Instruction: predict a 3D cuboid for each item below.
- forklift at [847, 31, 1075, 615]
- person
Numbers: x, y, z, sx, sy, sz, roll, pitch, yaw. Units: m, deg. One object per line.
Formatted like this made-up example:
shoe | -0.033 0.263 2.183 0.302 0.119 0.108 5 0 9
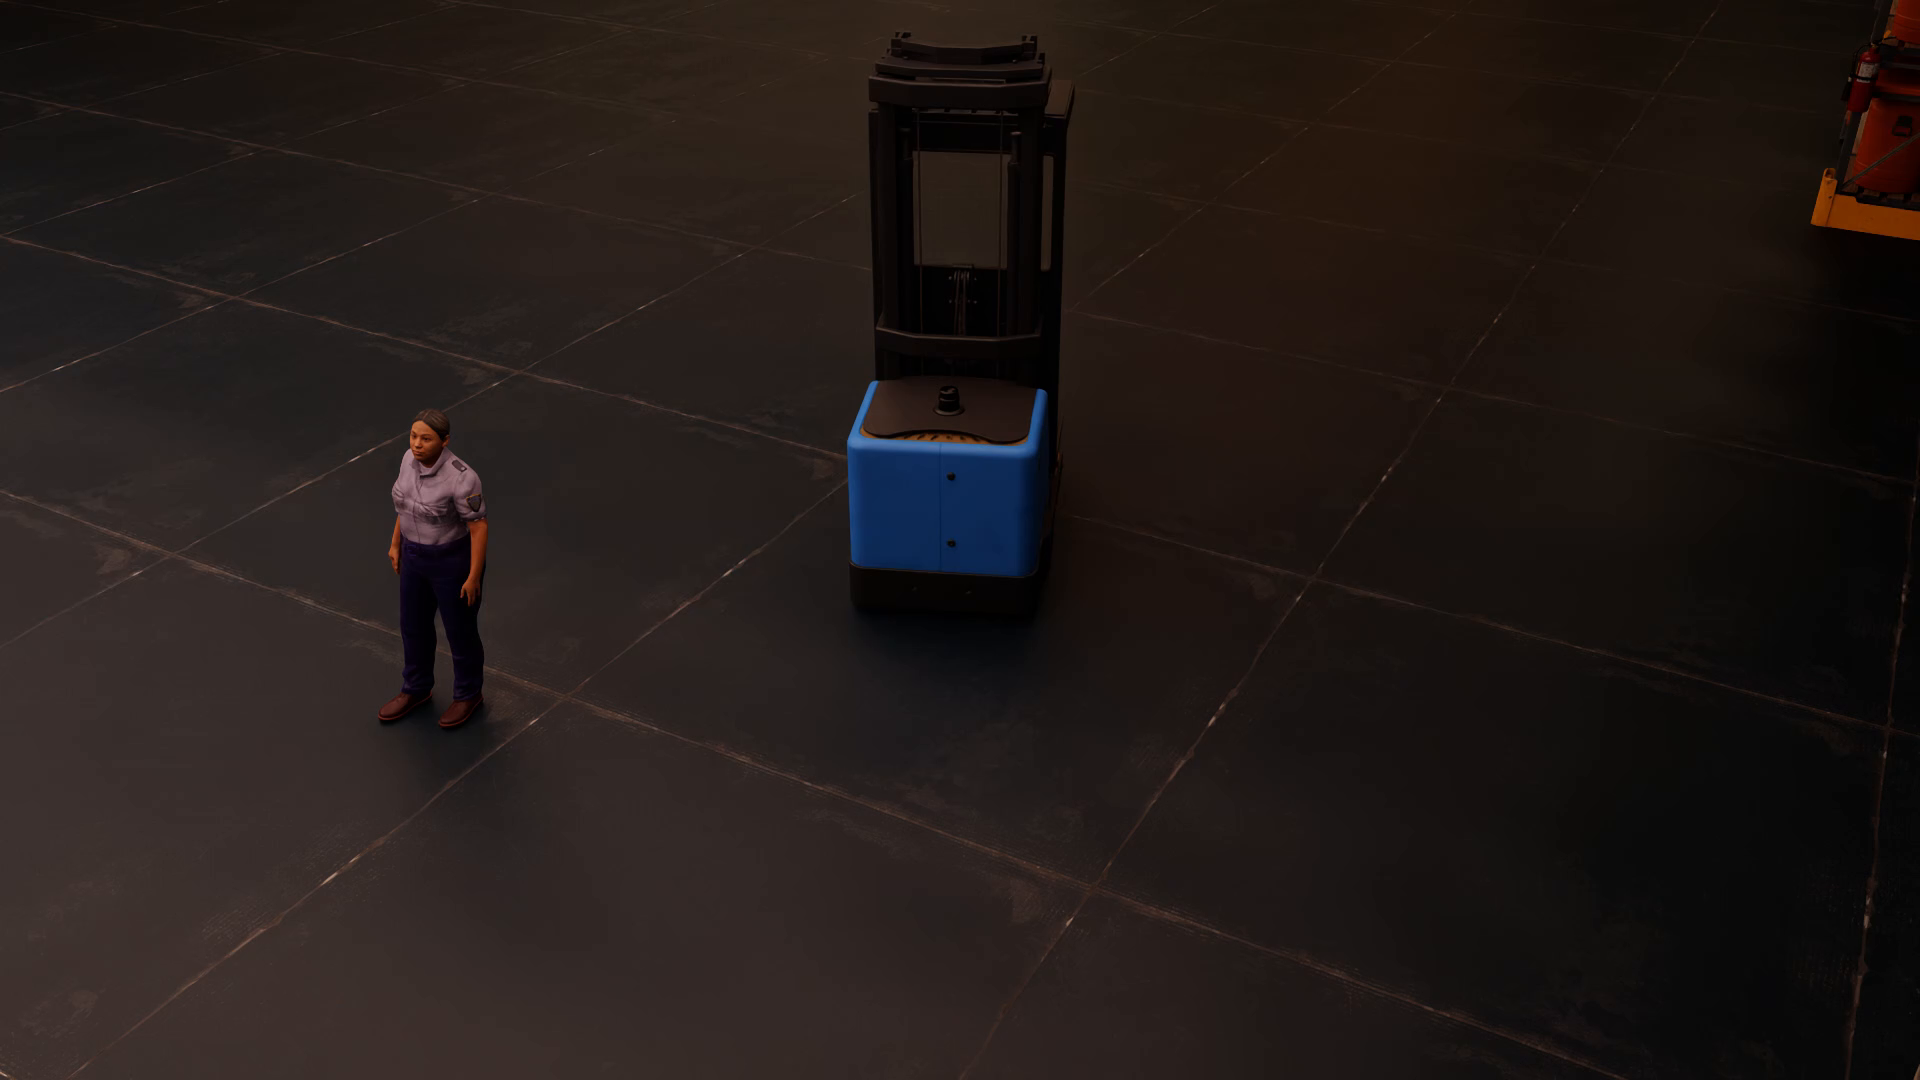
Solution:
forklift | 0.072 -1.572 9.794 1.130 2.935 3.031 3 30 6
person | -2.590 0.157 8.069 0.598 1.651 0.502 16 34 25
